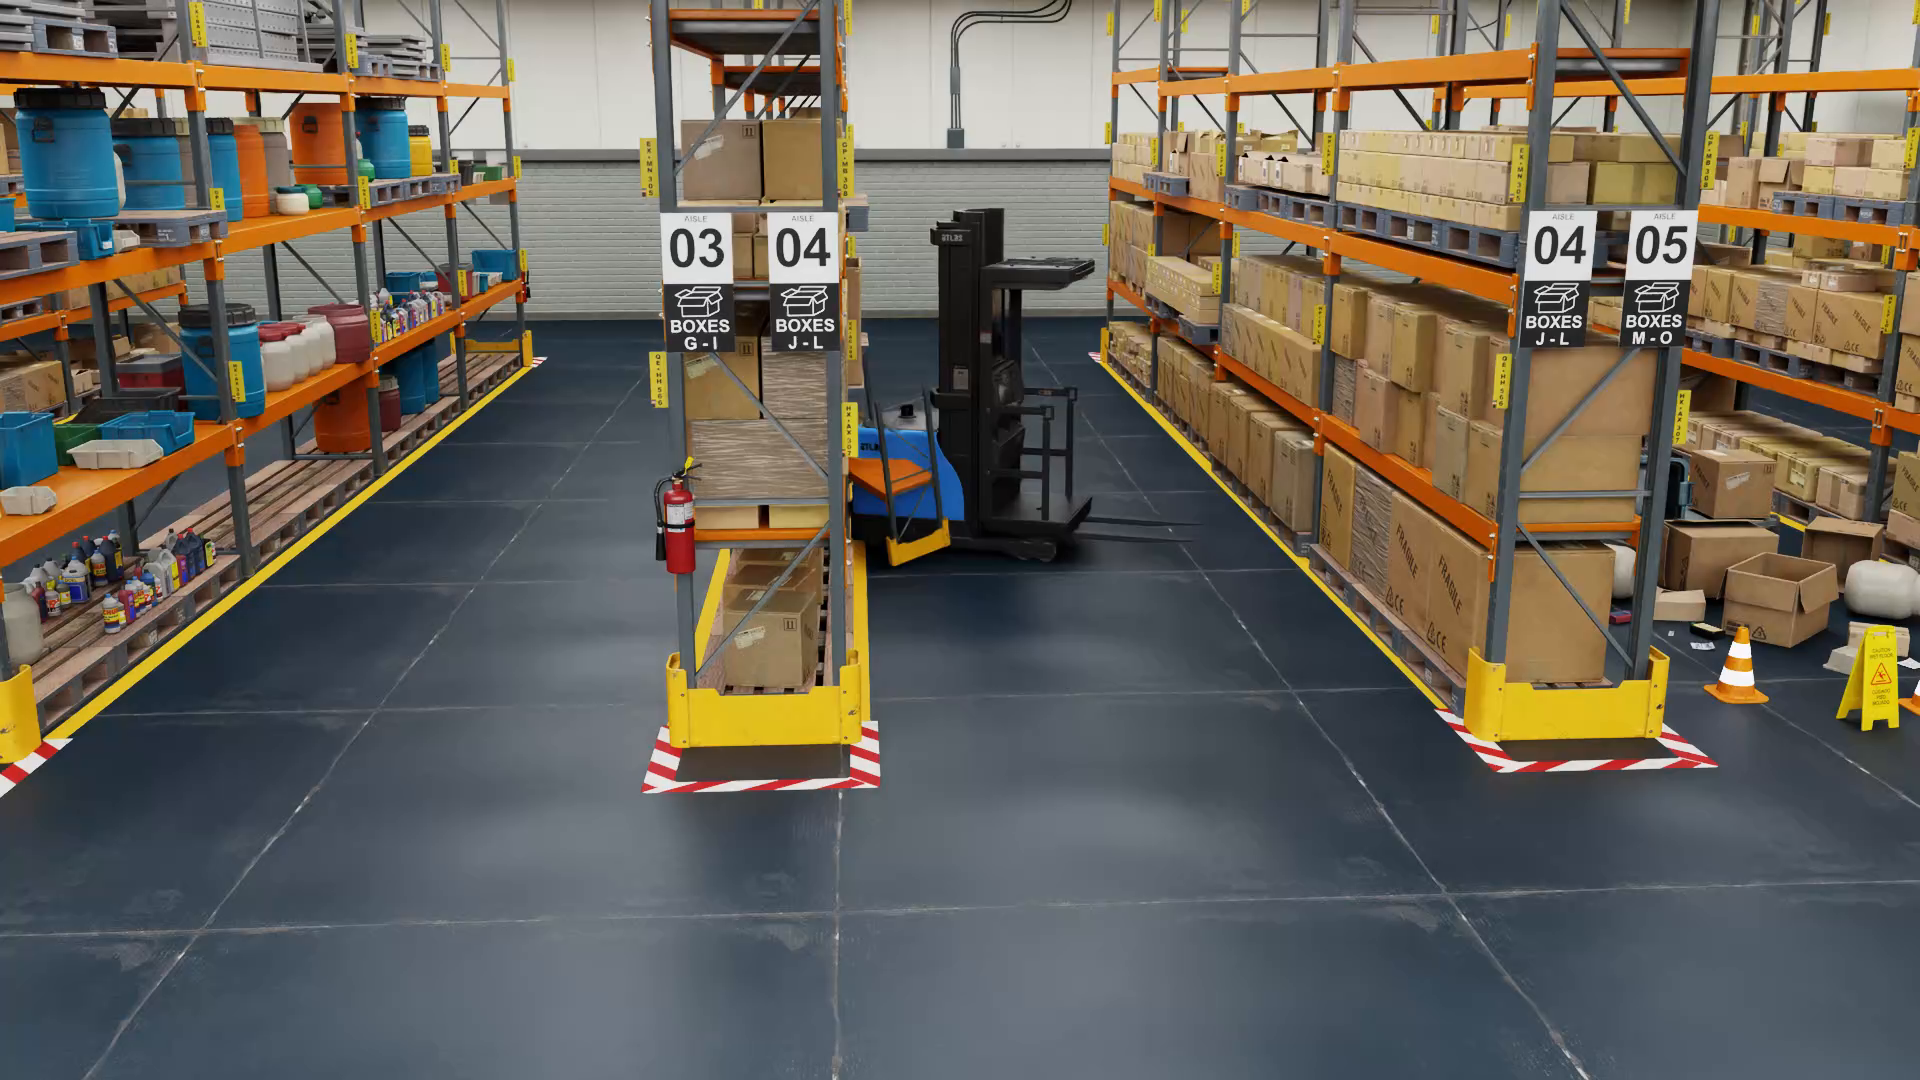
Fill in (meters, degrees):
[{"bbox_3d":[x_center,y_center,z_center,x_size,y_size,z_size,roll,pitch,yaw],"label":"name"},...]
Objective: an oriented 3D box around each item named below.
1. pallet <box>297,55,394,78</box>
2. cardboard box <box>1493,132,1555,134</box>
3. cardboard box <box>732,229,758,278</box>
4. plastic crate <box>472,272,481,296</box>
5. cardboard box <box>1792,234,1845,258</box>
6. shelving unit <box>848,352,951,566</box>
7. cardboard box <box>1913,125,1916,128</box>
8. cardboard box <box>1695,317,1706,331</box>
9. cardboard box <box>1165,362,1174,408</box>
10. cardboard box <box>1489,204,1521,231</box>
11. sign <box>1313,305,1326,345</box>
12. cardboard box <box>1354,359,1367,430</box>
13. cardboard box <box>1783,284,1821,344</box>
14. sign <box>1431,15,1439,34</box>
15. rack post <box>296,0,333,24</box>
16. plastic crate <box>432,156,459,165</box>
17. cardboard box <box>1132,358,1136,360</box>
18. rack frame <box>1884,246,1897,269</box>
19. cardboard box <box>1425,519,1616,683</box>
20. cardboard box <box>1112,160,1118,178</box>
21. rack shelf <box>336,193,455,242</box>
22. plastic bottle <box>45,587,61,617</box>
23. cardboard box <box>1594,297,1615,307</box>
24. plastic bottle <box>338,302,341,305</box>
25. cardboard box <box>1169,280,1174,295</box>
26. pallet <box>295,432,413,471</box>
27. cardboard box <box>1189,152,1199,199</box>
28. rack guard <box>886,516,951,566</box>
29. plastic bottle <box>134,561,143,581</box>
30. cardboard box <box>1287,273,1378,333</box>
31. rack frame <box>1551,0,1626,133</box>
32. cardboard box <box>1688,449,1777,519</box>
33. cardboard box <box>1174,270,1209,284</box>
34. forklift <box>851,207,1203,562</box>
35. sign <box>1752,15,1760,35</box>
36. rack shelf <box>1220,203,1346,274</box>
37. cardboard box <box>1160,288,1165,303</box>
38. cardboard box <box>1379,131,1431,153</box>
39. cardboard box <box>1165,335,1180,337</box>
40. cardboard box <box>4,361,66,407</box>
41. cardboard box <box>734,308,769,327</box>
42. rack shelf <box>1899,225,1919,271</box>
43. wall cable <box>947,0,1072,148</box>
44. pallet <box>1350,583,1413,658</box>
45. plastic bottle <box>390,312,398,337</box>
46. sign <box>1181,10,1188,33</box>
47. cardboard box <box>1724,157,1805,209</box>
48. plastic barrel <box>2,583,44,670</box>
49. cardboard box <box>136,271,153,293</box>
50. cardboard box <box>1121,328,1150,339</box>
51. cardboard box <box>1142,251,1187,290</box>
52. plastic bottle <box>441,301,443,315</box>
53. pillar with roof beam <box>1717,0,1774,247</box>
[{"bbox_3d":[-6.646,-4.934,17.323,1.213,0.211,1.003,-1,14,-3],"label":"pallet"},{"bbox_3d":[3.951,-2.772,11.620,0.380,0.149,0.250,-1,14,-3],"label":"cardboard box"},{"bbox_3d":[-1.476,-1.716,9.959,0.500,0.250,0.500,-1,14,-2],"label":"cardboard box"},{"bbox_3d":[-6.791,-3.483,22.659,0.437,0.282,0.530,-1,14,-3],"label":"plastic crate"},{"bbox_3d":[12.513,-4.375,24.208,0.500,0.500,0.500,-1,14,-2],"label":"cardboard box"},{"bbox_3d":[-0.682,-0.714,14.281,0.587,1.500,1.083,-21,31,-26],"label":"shelving unit"},{"bbox_3d":[12.579,-5.282,21.550,0.396,0.266,0.258,-1,14,-4],"label":"cardboard box"},{"bbox_3d":[8.021,-2.290,17.569,0.380,0.149,0.250,-2,15,-7],"label":"cardboard box"},{"bbox_3d":[2.836,-1.930,20.680,0.500,0.500,0.500,0,14,-1],"label":"cardboard box"},{"bbox_3d":[3.405,-1.932,9.956,0.380,0.149,0.250,-1,14,-4],"label":"cardboard box"},{"bbox_3d":[2.975,-1.778,13.753,0.100,0.325,0.005,-1,14,-3],"label":"sign"},{"bbox_3d":[3.607,-1.111,13.024,0.875,0.550,0.550,-1,14,-3],"label":"cardboard box"},{"bbox_3d":[8.135,-2.127,15.633,0.500,0.500,0.500,0,14,-2],"label":"cardboard box"},{"bbox_3d":[7.152,-7.780,25.012,0.100,0.325,0.005,-1,14,-3],"label":"sign"},{"bbox_3d":[-6.778,-5.481,17.234,0.624,0.289,0.986,-1,14,-3],"label":"rack post"},{"bbox_3d":[-7.307,-5.161,23.172,0.504,0.338,0.767,-1,14,-3],"label":"plastic crate"},{"bbox_3d":[2.643,-2.494,23.580,0.380,0.149,0.250,-1,14,-2],"label":"cardboard box"},{"bbox_3d":[12.908,-3.435,22.358,1.000,3.000,0.127,-1,14,-3],"label":"rack frame"},{"bbox_3d":[3.656,0.386,10.927,0.875,0.875,0.875,-1,14,-3],"label":"cardboard box"},{"bbox_3d":[2.545,-5.515,24.724,0.500,0.250,0.500,0,14,-1],"label":"cardboard box"},{"bbox_3d":[-6.756,-3.735,18.947,1.077,0.370,4.000,-1,14,-3],"label":"rack shelf"},{"bbox_3d":[-6.561,0.444,12.013,0.097,0.201,0.097,0,14,0],"label":"plastic bottle"},{"bbox_3d":[7.831,-2.903,19.589,0.500,0.250,0.500,-1,14,-5],"label":"cardboard box"},{"bbox_3d":[-7.142,-2.607,19.239,0.144,0.351,0.185,-1,14,-3],"label":"plastic bottle"},{"bbox_3d":[2.685,-2.988,19.684,0.380,0.149,0.250,-1,14,-5],"label":"cardboard box"},{"bbox_3d":[-6.722,-0.978,18.405,1.003,0.211,1.213,-1,14,-3],"label":"pallet"},{"bbox_3d":[2.908,-4.149,18.912,0.500,0.500,0.500,-1,14,-3],"label":"cardboard box"},{"bbox_3d":[-0.354,0.008,14.186,0.587,0.250,0.087,-21,31,-26],"label":"rack guard"},{"bbox_3d":[-6.125,0.290,12.449,0.061,0.283,0.133,-1,14,-3],"label":"plastic bottle"},{"bbox_3d":[3.414,-2.176,15.257,0.700,0.500,0.500,-1,14,-3],"label":"cardboard box"},{"bbox_3d":[7.955,-6.263,21.309,1.000,3.000,0.127,-1,14,-3],"label":"rack frame"},{"bbox_3d":[6.675,-0.489,14.405,0.500,0.500,0.500,-1,14,-3],"label":"cardboard box"},{"bbox_3d":[2.702,-3.068,19.397,0.380,0.149,0.250,0,14,-1],"label":"cardboard box"},{"bbox_3d":[0.605,-1.378,14.500,3.031,2.935,1.130,4,15,15],"label":"forklift"},{"bbox_3d":[12.119,-7.818,25.318,0.100,0.325,0.005,-1,14,-3],"label":"sign"},{"bbox_3d":[3.392,-2.868,15.578,1.077,0.370,4.000,-1,14,-3],"label":"rack shelf"},{"bbox_3d":[2.651,-2.976,20.234,0.380,0.149,0.250,-2,15,-6],"label":"cardboard box"},{"bbox_3d":[3.264,-2.886,12.065,0.380,0.149,0.250,-1,14,-3],"label":"cardboard box"},{"bbox_3d":[3.134,-2.845,23.748,0.380,0.149,0.250,-1,14,-3],"label":"cardboard box"},{"bbox_3d":[-11.507,-1.937,20.668,0.500,0.500,0.500,-1,14,-4],"label":"cardboard box"},{"bbox_3d":[-1.539,-1.279,11.172,0.500,0.500,0.500,-1,14,-3],"label":"cardboard box"},{"bbox_3d":[8.574,-1.975,12.106,1.077,0.370,4.000,-1,14,-3],"label":"rack shelf"},{"bbox_3d":[0.905,-10.122,29.852,2.277,5.999,0.120,-1,14,-3],"label":"wall cable"},{"bbox_3d":[3.564,0.578,12.355,1.003,0.211,1.213,-1,14,-3],"label":"pallet"},{"bbox_3d":[-6.367,-2.419,18.665,0.097,0.271,0.097,0,14,0],"label":"plastic bottle"},{"bbox_3d":[3.328,-7.689,24.658,0.100,0.325,0.005,-1,14,-3],"label":"sign"},{"bbox_3d":[8.251,-3.628,16.887,0.700,0.500,0.500,-1,14,-3],"label":"cardboard box"},{"bbox_3d":[-6.285,0.570,10.939,0.421,0.512,0.421,0,14,0],"label":"plastic barrel"},{"bbox_3d":[-11.711,-3.736,23.325,0.500,0.500,0.500,-1,14,-3],"label":"cardboard box"},{"bbox_3d":[2.589,-3.034,24.485,0.380,0.149,0.250,-2,15,-6],"label":"cardboard box"},{"bbox_3d":[2.708,-3.565,22.063,0.500,0.500,0.500,-1,14,-3],"label":"cardboard box"},{"bbox_3d":[-6.498,-2.911,20.718,0.097,0.201,0.097,0,14,0],"label":"plastic bottle"},{"bbox_3d":[9.096,-7.953,27.879,9.100,9.000,0.400,-1,14,-3],"label":"pillar with roof beam"}]
